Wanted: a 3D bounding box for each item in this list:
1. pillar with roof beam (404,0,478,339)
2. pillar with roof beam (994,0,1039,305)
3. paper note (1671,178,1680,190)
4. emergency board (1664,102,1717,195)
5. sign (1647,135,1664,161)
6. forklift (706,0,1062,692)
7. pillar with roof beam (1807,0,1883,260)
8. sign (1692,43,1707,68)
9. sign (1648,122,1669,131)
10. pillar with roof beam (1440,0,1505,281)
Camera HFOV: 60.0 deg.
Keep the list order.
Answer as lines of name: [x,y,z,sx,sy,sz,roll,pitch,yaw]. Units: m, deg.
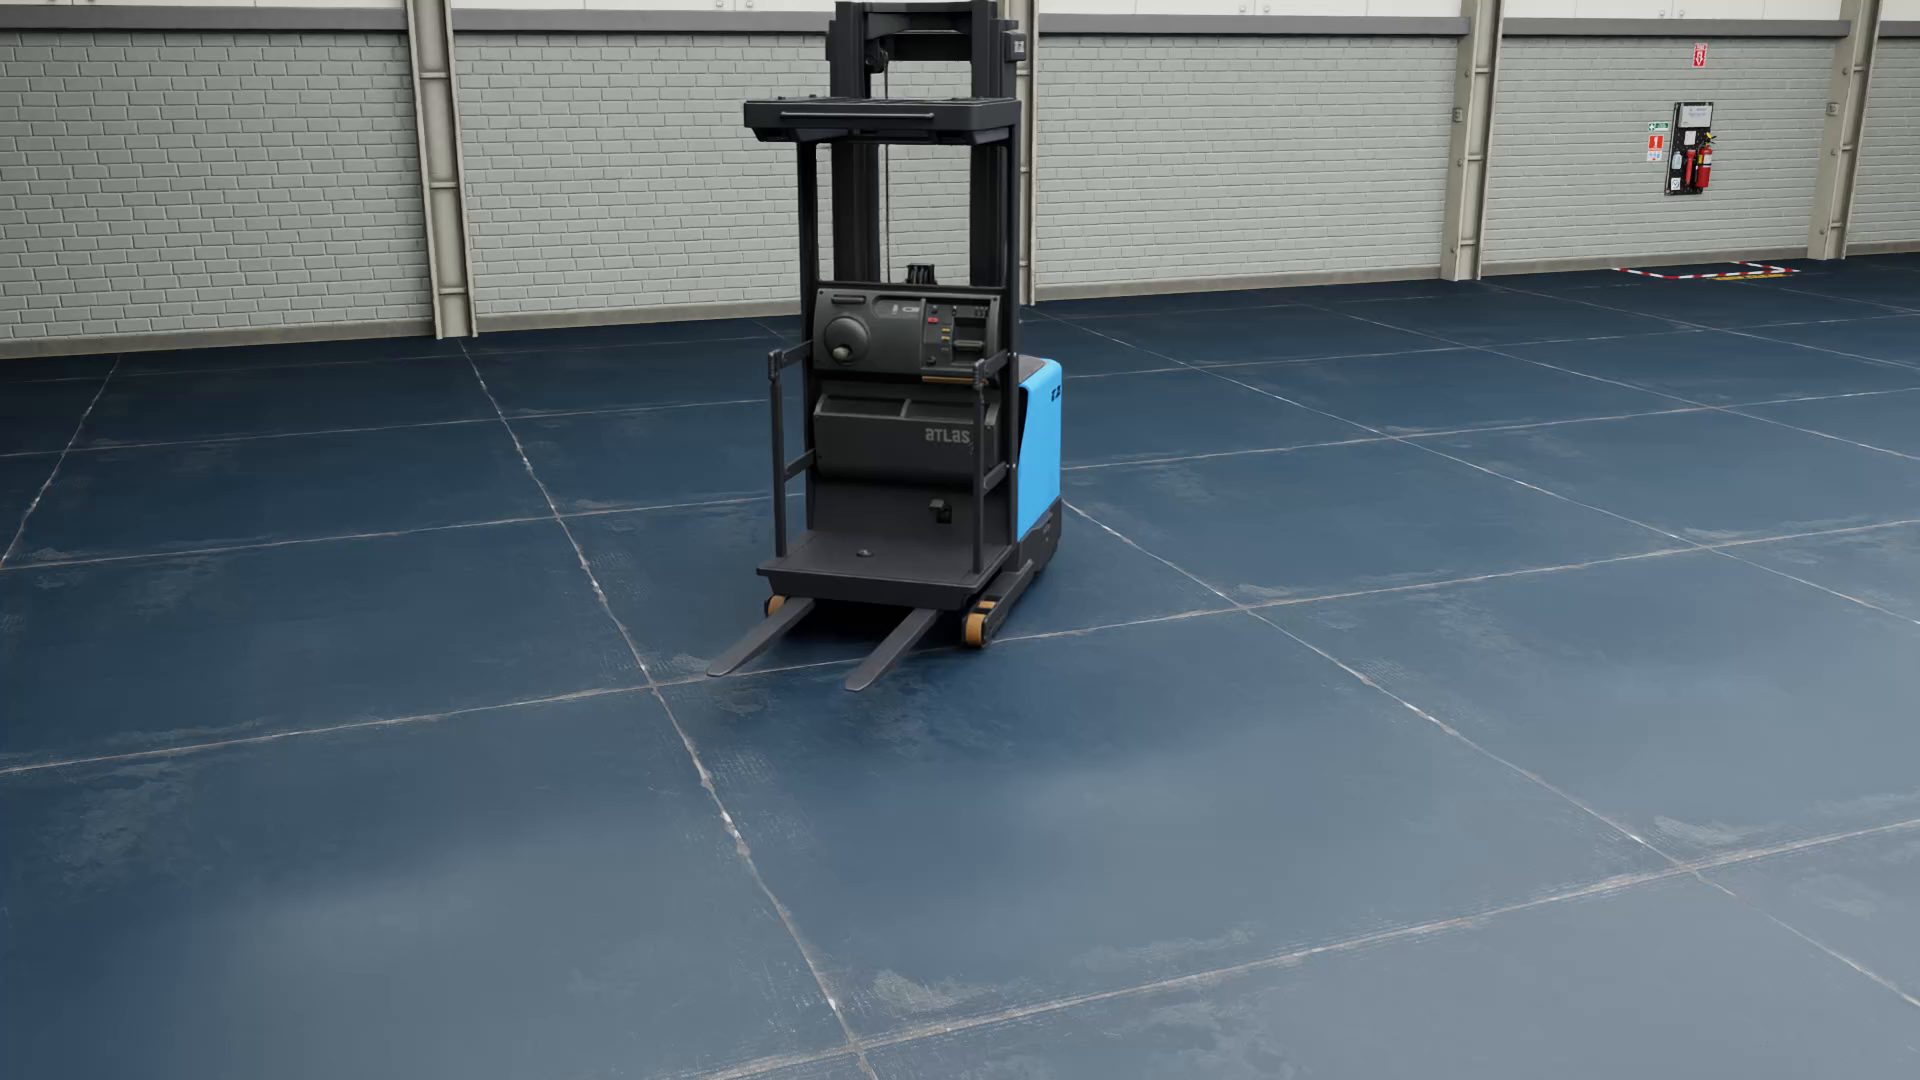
pillar with roof beam: [-3.465,-5.215,11.387,0.400,9.000,9.100,-6,17,-20]
pillar with roof beam: [2.138,-5.820,13.447,0.400,9.000,9.100,-6,17,-20]
paper note: [9.292,-4.623,21.581,0.142,0.148,0.016,-6,17,-20]
emergency board: [9.482,-5.045,21.455,0.643,1.169,0.194,-6,17,-20]
sign: [8.928,-5.034,21.353,0.234,0.329,0.001,-6,17,-20]
forklift: [-0.319,-1.018,7.863,1.130,2.935,3.031,5,17,15]
pillar with roof beam: [13.343,-7.030,17.567,0.400,9.000,9.100,-6,17,-20]
sign: [9.438,-6.183,21.215,0.199,0.298,0.001,-6,17,-20]
sign: [8.936,-5.286,21.272,0.331,0.109,0.001,-6,17,-20]
pillar with roof beam: [7.741,-6.425,15.507,0.400,9.000,9.100,-6,17,-20]
